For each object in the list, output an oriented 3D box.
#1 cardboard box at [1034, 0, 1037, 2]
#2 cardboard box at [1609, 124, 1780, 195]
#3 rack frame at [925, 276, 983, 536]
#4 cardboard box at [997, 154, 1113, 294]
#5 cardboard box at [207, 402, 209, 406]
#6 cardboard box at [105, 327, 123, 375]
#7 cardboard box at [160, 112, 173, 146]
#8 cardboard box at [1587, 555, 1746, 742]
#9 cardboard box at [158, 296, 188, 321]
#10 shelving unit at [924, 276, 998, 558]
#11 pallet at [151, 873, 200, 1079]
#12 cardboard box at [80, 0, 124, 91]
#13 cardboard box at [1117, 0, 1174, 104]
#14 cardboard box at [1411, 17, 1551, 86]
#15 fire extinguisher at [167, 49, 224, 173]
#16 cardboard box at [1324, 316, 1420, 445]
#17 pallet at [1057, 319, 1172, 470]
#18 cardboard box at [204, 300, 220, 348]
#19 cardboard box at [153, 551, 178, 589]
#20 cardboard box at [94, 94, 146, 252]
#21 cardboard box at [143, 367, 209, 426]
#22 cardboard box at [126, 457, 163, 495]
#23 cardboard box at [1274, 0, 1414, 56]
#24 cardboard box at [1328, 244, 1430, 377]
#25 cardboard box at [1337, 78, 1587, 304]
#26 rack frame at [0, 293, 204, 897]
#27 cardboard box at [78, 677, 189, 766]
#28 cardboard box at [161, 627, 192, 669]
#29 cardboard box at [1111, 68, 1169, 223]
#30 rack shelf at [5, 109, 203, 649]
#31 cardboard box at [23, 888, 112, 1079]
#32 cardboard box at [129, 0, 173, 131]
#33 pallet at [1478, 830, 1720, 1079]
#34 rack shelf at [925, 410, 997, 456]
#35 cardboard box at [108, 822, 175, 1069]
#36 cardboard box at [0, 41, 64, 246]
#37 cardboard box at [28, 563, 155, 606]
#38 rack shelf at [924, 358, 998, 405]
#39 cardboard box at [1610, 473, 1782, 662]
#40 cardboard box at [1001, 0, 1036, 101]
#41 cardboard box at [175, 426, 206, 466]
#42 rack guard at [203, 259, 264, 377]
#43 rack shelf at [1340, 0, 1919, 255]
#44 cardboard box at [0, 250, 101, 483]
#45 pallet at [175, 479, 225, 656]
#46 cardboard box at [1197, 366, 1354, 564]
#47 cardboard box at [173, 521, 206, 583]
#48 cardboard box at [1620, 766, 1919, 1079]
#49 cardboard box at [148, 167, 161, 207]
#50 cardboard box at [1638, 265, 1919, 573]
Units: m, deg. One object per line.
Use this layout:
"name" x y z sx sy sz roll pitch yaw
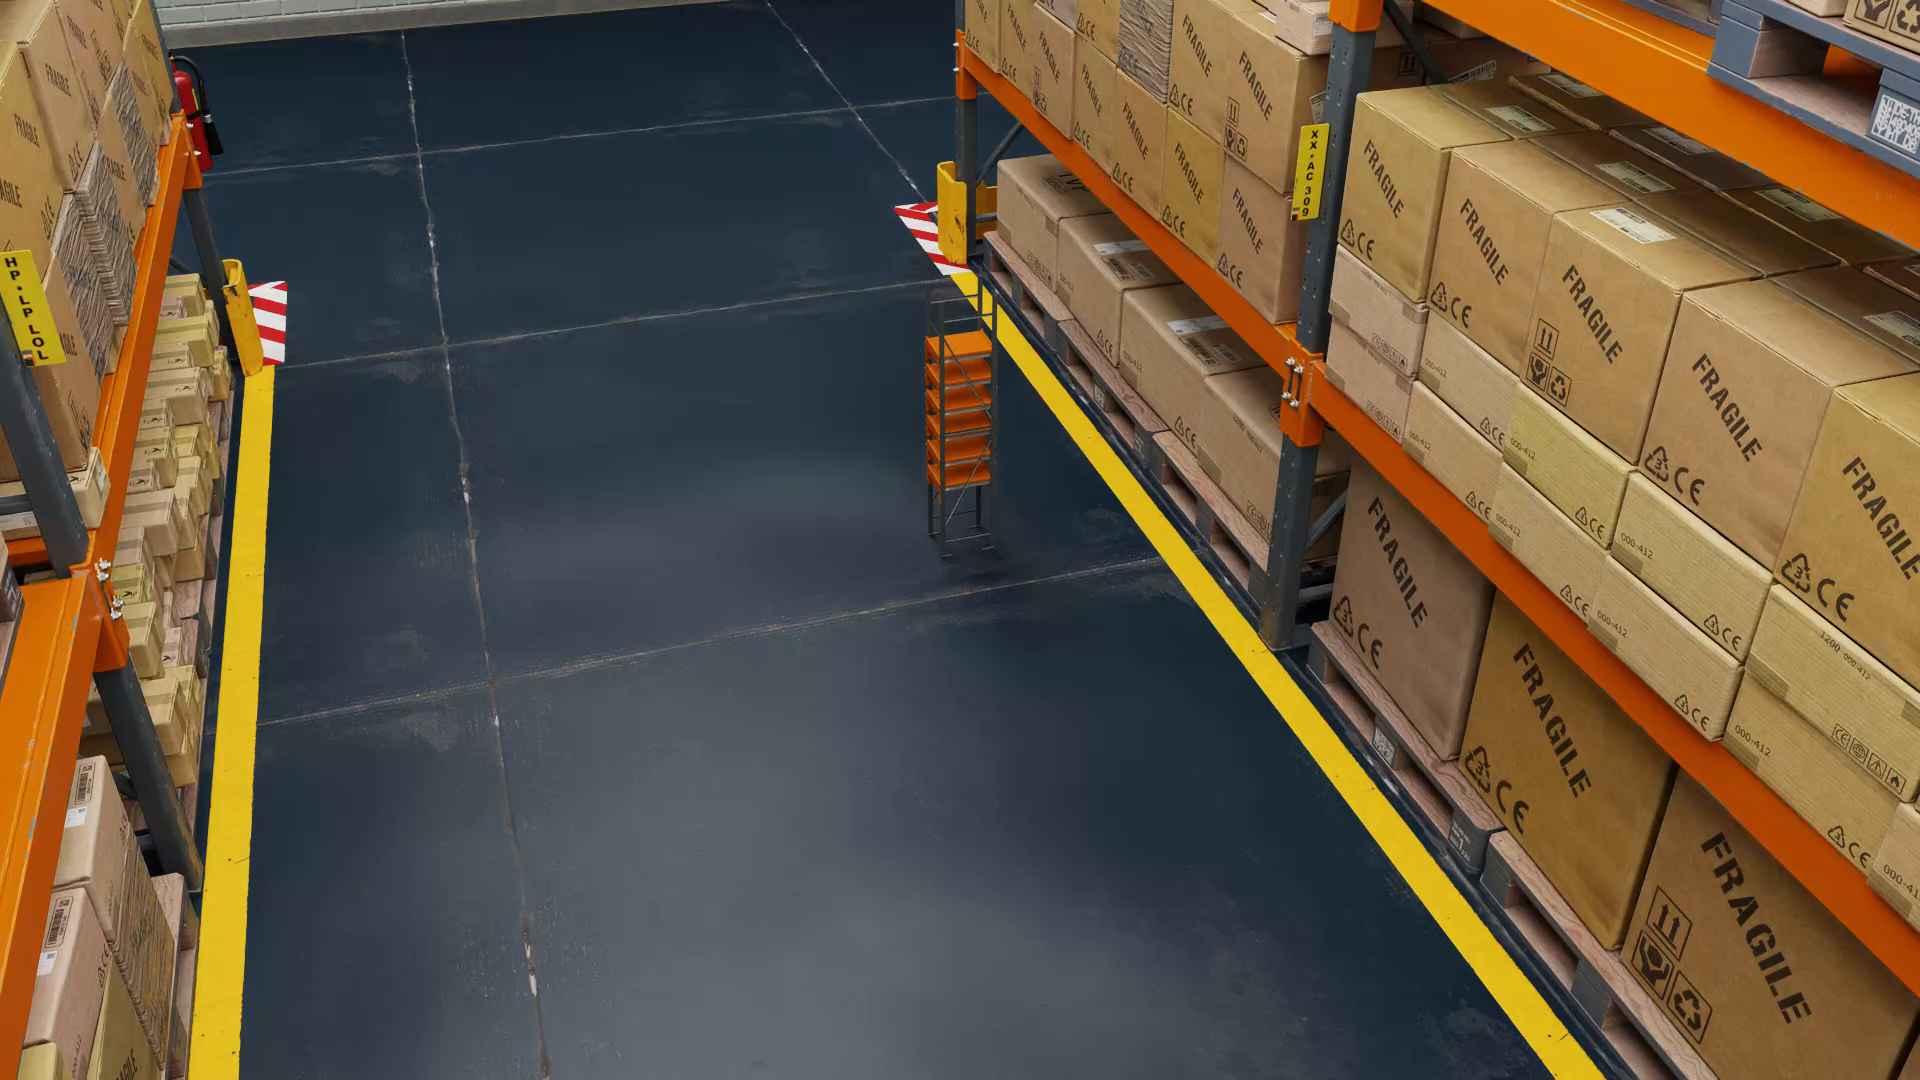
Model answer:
"cardboard box" 0.508 -2.907 7.930 0.500 0.500 0.500 -11 35 -16
"cardboard box" 2.229 -0.914 4.914 0.500 0.500 0.500 -9 35 -14
"rack frame" -0.023 -0.541 6.980 0.240 1.200 0.006 -10 35 -15
"cardboard box" 0.765 -1.794 9.188 0.875 0.438 0.875 -11 35 -16
"cardboard box" -3.682 -0.606 7.651 0.380 0.149 0.250 -10 35 -15
"cardboard box" -3.143 -0.673 5.775 0.380 0.149 0.250 -9 35 -14
"cardboard box" -3.846 -1.904 7.638 0.380 0.149 0.250 -10 35 -15
"cardboard box" 2.015 0.228 4.321 0.500 0.250 0.500 -11 35 -16
"cardboard box" -3.790 -0.989 7.692 0.380 0.149 0.250 -9 35 -14
"shelving unit" 0.004 -0.493 6.908 0.258 1.200 0.189 -10 35 -15
"pallet" -2.756 1.540 4.728 1.003 0.211 1.213 -10 35 -15
"cardboard box" -3.517 -1.979 6.257 0.500 0.500 0.500 -8 34 -12
"cardboard box" 0.970 -2.111 6.727 0.500 0.500 0.500 -10 35 -14
"cardboard box" 1.774 -1.667 6.055 0.500 0.500 0.500 -10 35 -14
"fire extinguisher" -3.852 -2.154 8.198 0.296 0.674 0.183 -10 35 -15
"cardboard box" 1.571 -0.580 5.542 0.500 0.250 0.500 -11 35 -16
"pallet" 1.155 -0.808 8.282 1.003 0.211 1.213 -10 35 -15
"cardboard box" -3.782 -1.013 7.997 0.380 0.149 0.250 -11 35 -16
"cardboard box" -3.213 0.084 6.338 0.380 0.149 0.250 -8 34 -13
"cardboard box" -3.375 -1.306 6.145 0.500 0.500 0.500 -8 34 -12
"cardboard box" -3.437 -0.596 7.097 0.380 0.149 0.250 -9 34 -13
"cardboard box" -3.317 -0.171 6.453 0.380 0.149 0.250 -11 35 -17
"cardboard box" 1.291 -1.755 5.600 0.380 0.149 0.250 -11 35 -16
"cardboard box" 1.554 -0.785 5.400 0.500 0.250 0.500 -11 35 -16
"cardboard box" 1.549 -1.097 5.192 0.500 0.500 0.500 -10 35 -14
"rack frame" -2.995 -0.032 4.578 1.000 3.000 0.127 -10 35 -15
"cardboard box" -2.801 0.614 5.536 0.380 0.149 0.250 -8 34 -13
"cardboard box" -3.007 0.475 6.015 0.380 0.149 0.250 -10 35 -15
"cardboard box" 0.974 -1.691 6.997 0.500 0.500 0.500 -11 35 -15
"rack shelf" -3.605 -0.782 6.365 1.077 0.370 4.000 -10 35 -15
"cardboard box" -2.383 1.143 4.005 0.500 0.250 0.500 -8 34 -12
"cardboard box" -3.833 -2.105 7.355 0.500 0.500 0.500 -9 35 -14
"pallet" 2.371 1.280 5.122 1.003 0.211 1.213 -10 35 -15
"rack shelf" 0.004 -0.456 6.932 0.258 0.103 0.180 -10 35 -15
"cardboard box" -2.529 1.182 4.627 0.500 0.500 0.500 -11 35 -16
"cardboard box" -3.073 -1.163 5.021 0.500 0.500 0.500 -11 35 -16
"cardboard box" -3.054 0.239 5.833 0.380 0.149 0.250 -10 35 -15
"rack shelf" 0.004 -0.656 6.800 0.258 0.103 0.180 -10 35 -15
"cardboard box" 2.025 0.018 4.184 0.500 0.250 0.500 -11 35 -16
"cardboard box" 0.522 -2.498 8.219 0.500 0.500 0.500 -10 35 -15
"cardboard box" -3.391 -0.333 6.968 0.380 0.149 0.250 -8 34 -12
"rack guard" -4.192 -1.049 8.385 1.175 0.500 0.348 -10 35 -15
"rack shelf" 2.298 -0.819 3.700 1.077 0.370 4.000 -10 35 -15
"cardboard box" -2.906 -0.500 4.926 0.500 0.500 0.500 -11 35 -16
"pallet" -3.609 0.143 6.842 1.003 0.211 1.213 -10 35 -15
"cardboard box" 1.599 -0.372 7.035 0.875 0.438 0.875 -11 35 -15
"cardboard box" -3.234 0.062 6.640 0.380 0.149 0.250 -11 35 -16
"cardboard box" 2.509 1.048 4.489 0.875 0.875 0.875 -10 35 -14
"cardboard box" -3.615 -1.508 7.039 0.380 0.149 0.250 -9 35 -13
"cardboard box" 2.045 -0.301 3.986 0.500 0.500 0.500 -11 35 -16
